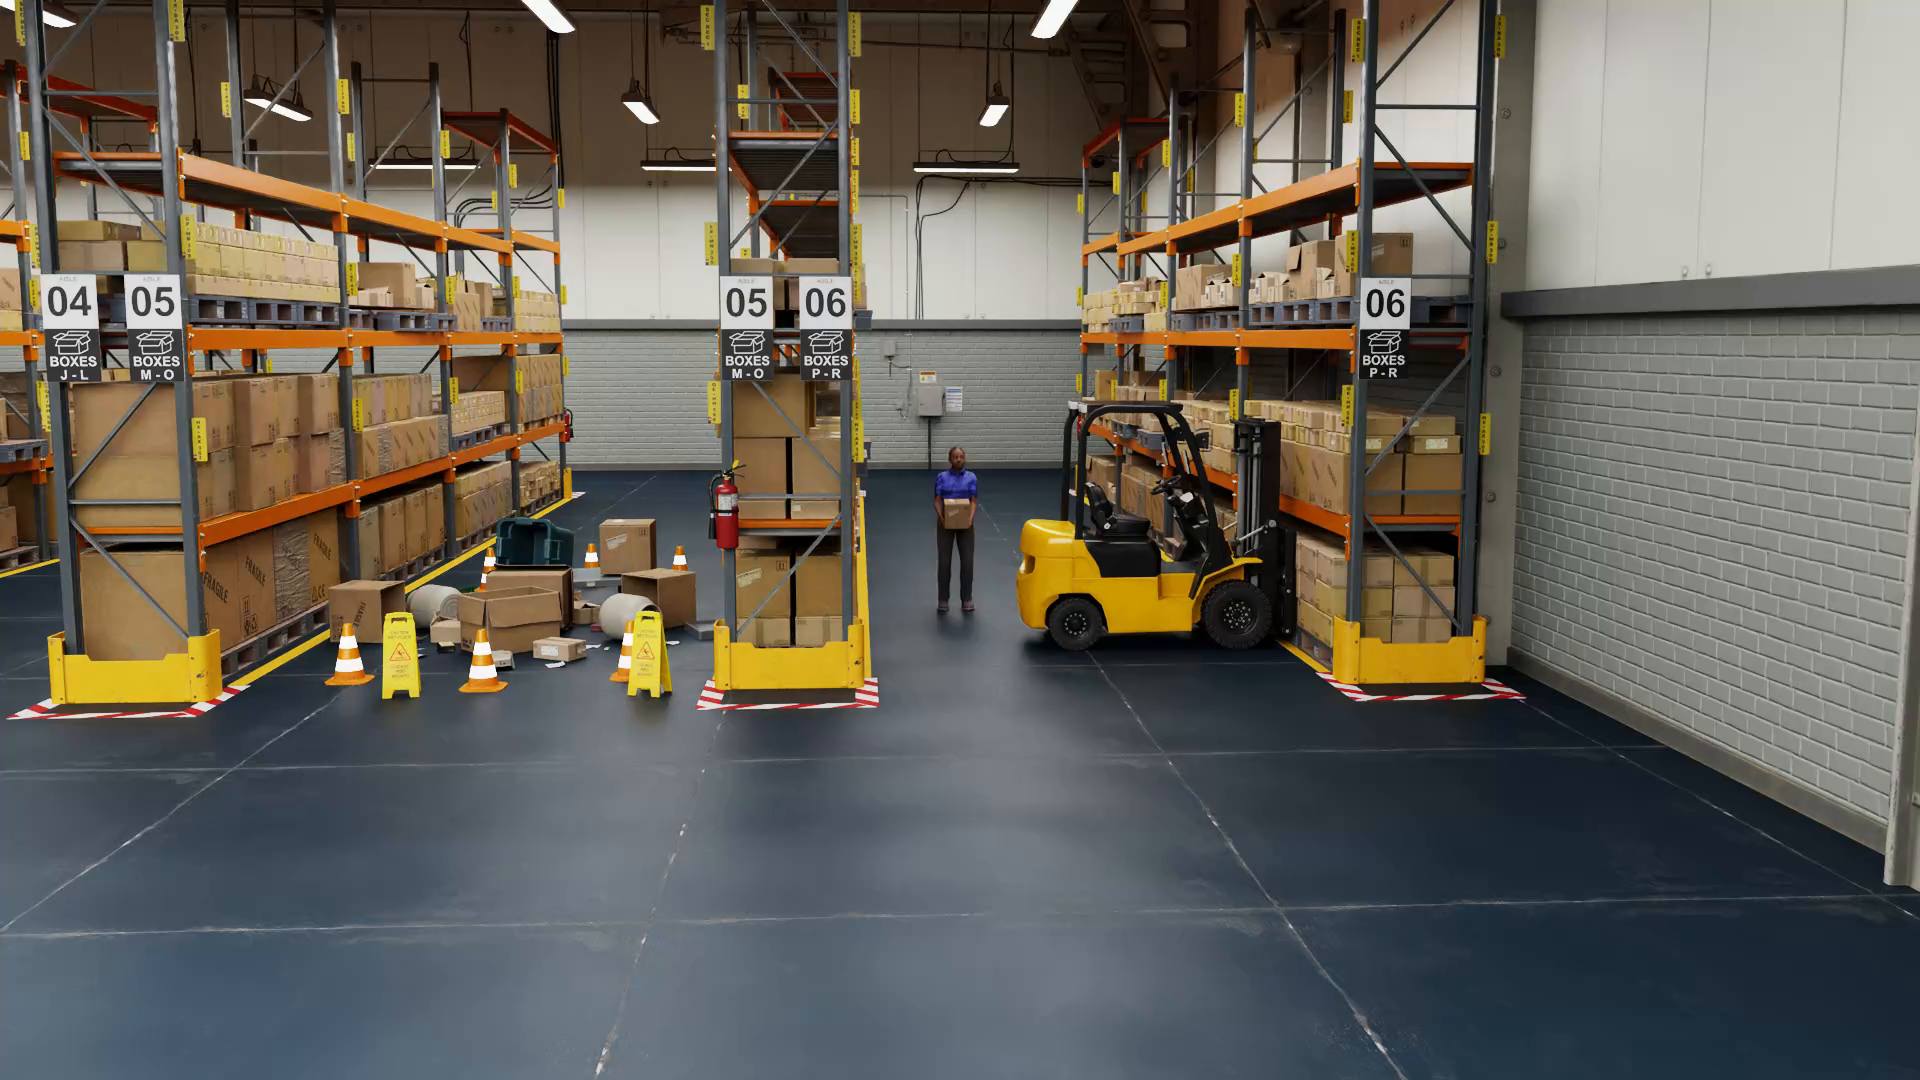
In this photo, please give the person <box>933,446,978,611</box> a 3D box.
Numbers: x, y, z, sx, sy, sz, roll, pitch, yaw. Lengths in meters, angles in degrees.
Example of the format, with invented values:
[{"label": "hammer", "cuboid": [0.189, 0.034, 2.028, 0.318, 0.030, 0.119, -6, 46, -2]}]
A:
[{"label": "person", "cuboid": [-0.042, -0.110, 16.714, 0.451, 1.649, 0.509, 0, 7, -3]}]
